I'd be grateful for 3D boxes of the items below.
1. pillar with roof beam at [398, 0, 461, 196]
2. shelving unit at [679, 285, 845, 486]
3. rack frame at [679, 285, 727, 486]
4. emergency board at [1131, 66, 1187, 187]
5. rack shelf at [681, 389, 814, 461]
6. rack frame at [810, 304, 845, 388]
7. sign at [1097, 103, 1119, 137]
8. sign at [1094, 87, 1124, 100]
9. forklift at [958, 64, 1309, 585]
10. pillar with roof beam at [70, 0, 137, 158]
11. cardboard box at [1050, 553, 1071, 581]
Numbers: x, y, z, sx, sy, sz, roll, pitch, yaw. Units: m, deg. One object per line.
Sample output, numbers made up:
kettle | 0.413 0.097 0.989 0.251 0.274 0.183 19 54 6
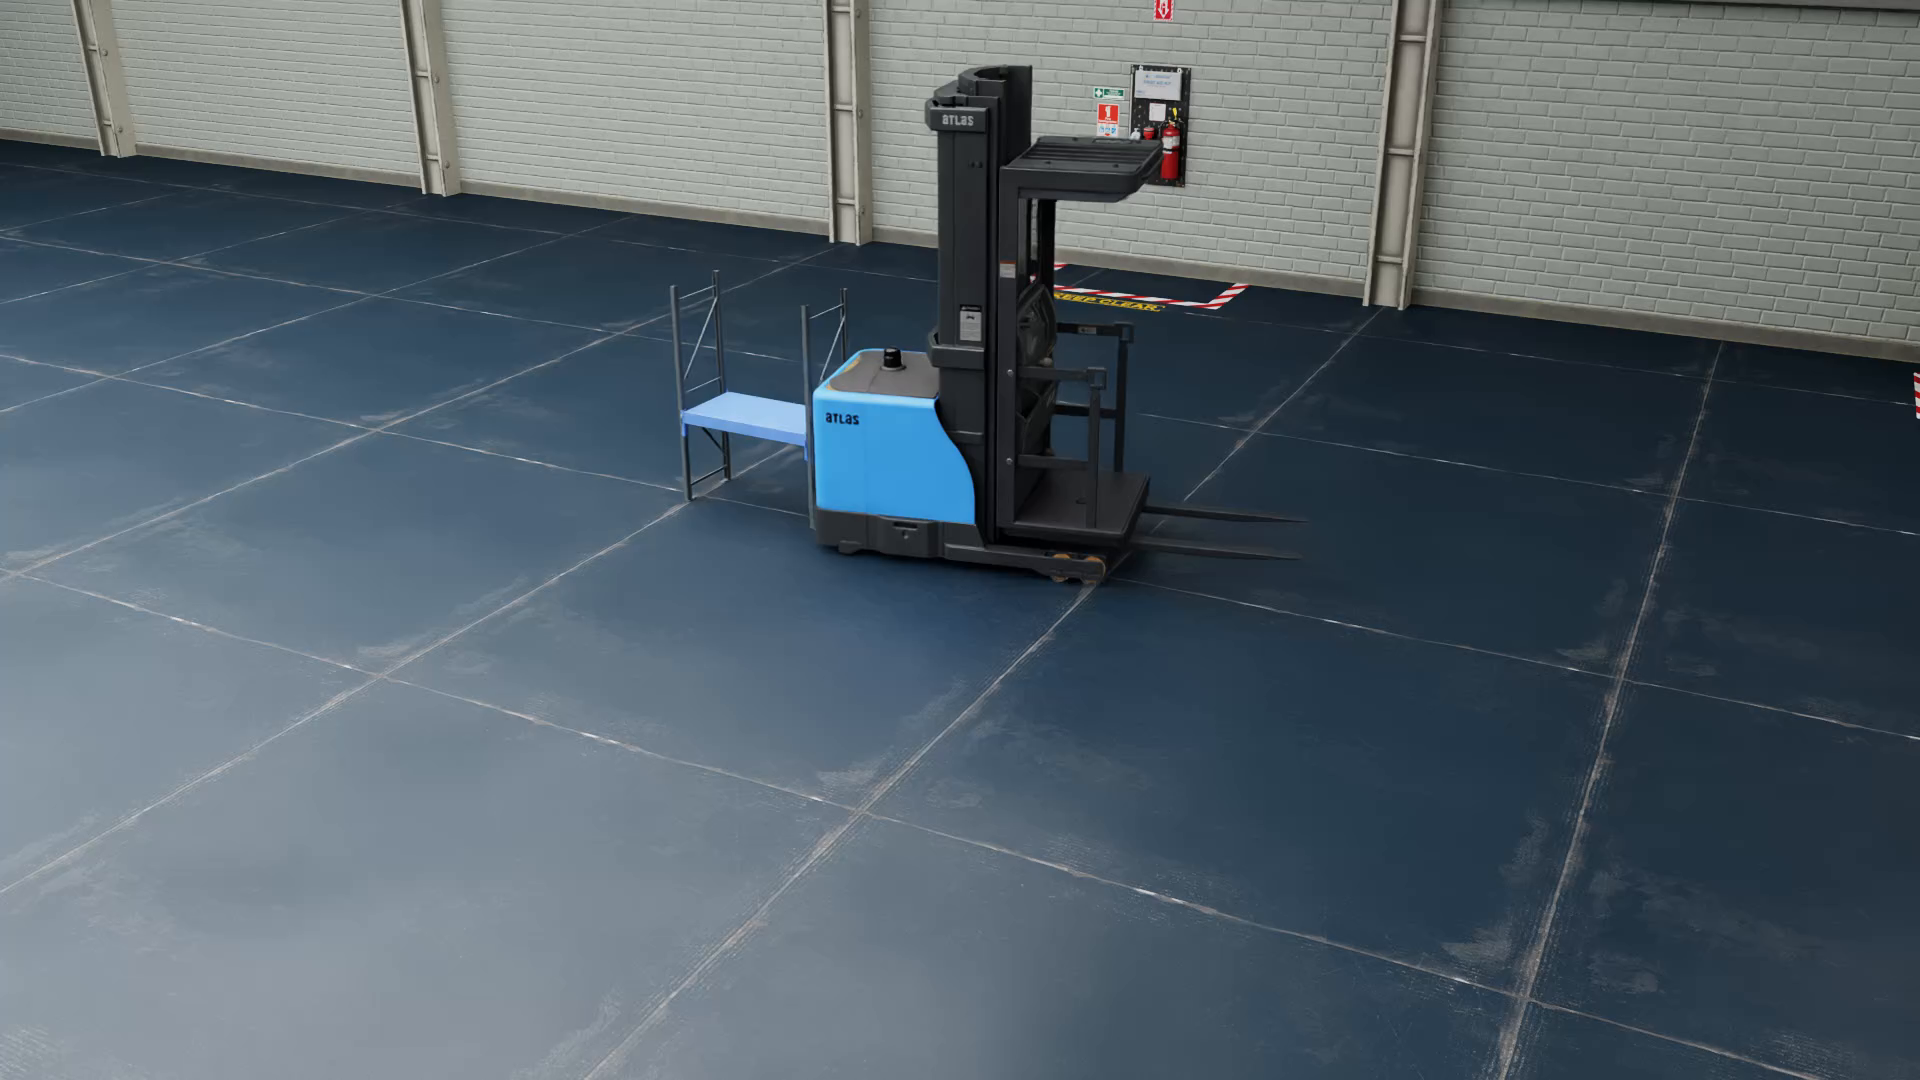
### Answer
pillar with roof beam | -8.512 -7.044 15.816 0.400 9.000 9.100 11 25 25
shelving unit | -1.303 -0.944 11.053 1.030 1.308 0.538 12 26 26
rack frame | -1.751 -1.038 11.274 0.013 1.308 0.475 12 26 26
emergency board | 1.954 -4.117 16.598 0.636 1.158 0.192 11 25 25
rack shelf | -1.303 -0.778 11.123 1.000 0.185 0.538 12 26 26
rack frame | -0.857 -0.849 10.829 0.013 1.308 0.475 12 26 26
sign | 1.504 -4.268 16.908 0.234 0.329 0.001 11 25 25
sign | 1.505 -4.508 16.795 0.331 0.109 0.001 11 25 25
forklift | 0.654 -1.307 10.077 3.031 2.935 1.121 6 24 13
pillar with roof beam | -13.866 -8.104 18.307 0.400 9.000 9.100 11 25 25
cardboard box | 0.614 0.166 10.160 0.178 0.156 0.153 11 25 24
